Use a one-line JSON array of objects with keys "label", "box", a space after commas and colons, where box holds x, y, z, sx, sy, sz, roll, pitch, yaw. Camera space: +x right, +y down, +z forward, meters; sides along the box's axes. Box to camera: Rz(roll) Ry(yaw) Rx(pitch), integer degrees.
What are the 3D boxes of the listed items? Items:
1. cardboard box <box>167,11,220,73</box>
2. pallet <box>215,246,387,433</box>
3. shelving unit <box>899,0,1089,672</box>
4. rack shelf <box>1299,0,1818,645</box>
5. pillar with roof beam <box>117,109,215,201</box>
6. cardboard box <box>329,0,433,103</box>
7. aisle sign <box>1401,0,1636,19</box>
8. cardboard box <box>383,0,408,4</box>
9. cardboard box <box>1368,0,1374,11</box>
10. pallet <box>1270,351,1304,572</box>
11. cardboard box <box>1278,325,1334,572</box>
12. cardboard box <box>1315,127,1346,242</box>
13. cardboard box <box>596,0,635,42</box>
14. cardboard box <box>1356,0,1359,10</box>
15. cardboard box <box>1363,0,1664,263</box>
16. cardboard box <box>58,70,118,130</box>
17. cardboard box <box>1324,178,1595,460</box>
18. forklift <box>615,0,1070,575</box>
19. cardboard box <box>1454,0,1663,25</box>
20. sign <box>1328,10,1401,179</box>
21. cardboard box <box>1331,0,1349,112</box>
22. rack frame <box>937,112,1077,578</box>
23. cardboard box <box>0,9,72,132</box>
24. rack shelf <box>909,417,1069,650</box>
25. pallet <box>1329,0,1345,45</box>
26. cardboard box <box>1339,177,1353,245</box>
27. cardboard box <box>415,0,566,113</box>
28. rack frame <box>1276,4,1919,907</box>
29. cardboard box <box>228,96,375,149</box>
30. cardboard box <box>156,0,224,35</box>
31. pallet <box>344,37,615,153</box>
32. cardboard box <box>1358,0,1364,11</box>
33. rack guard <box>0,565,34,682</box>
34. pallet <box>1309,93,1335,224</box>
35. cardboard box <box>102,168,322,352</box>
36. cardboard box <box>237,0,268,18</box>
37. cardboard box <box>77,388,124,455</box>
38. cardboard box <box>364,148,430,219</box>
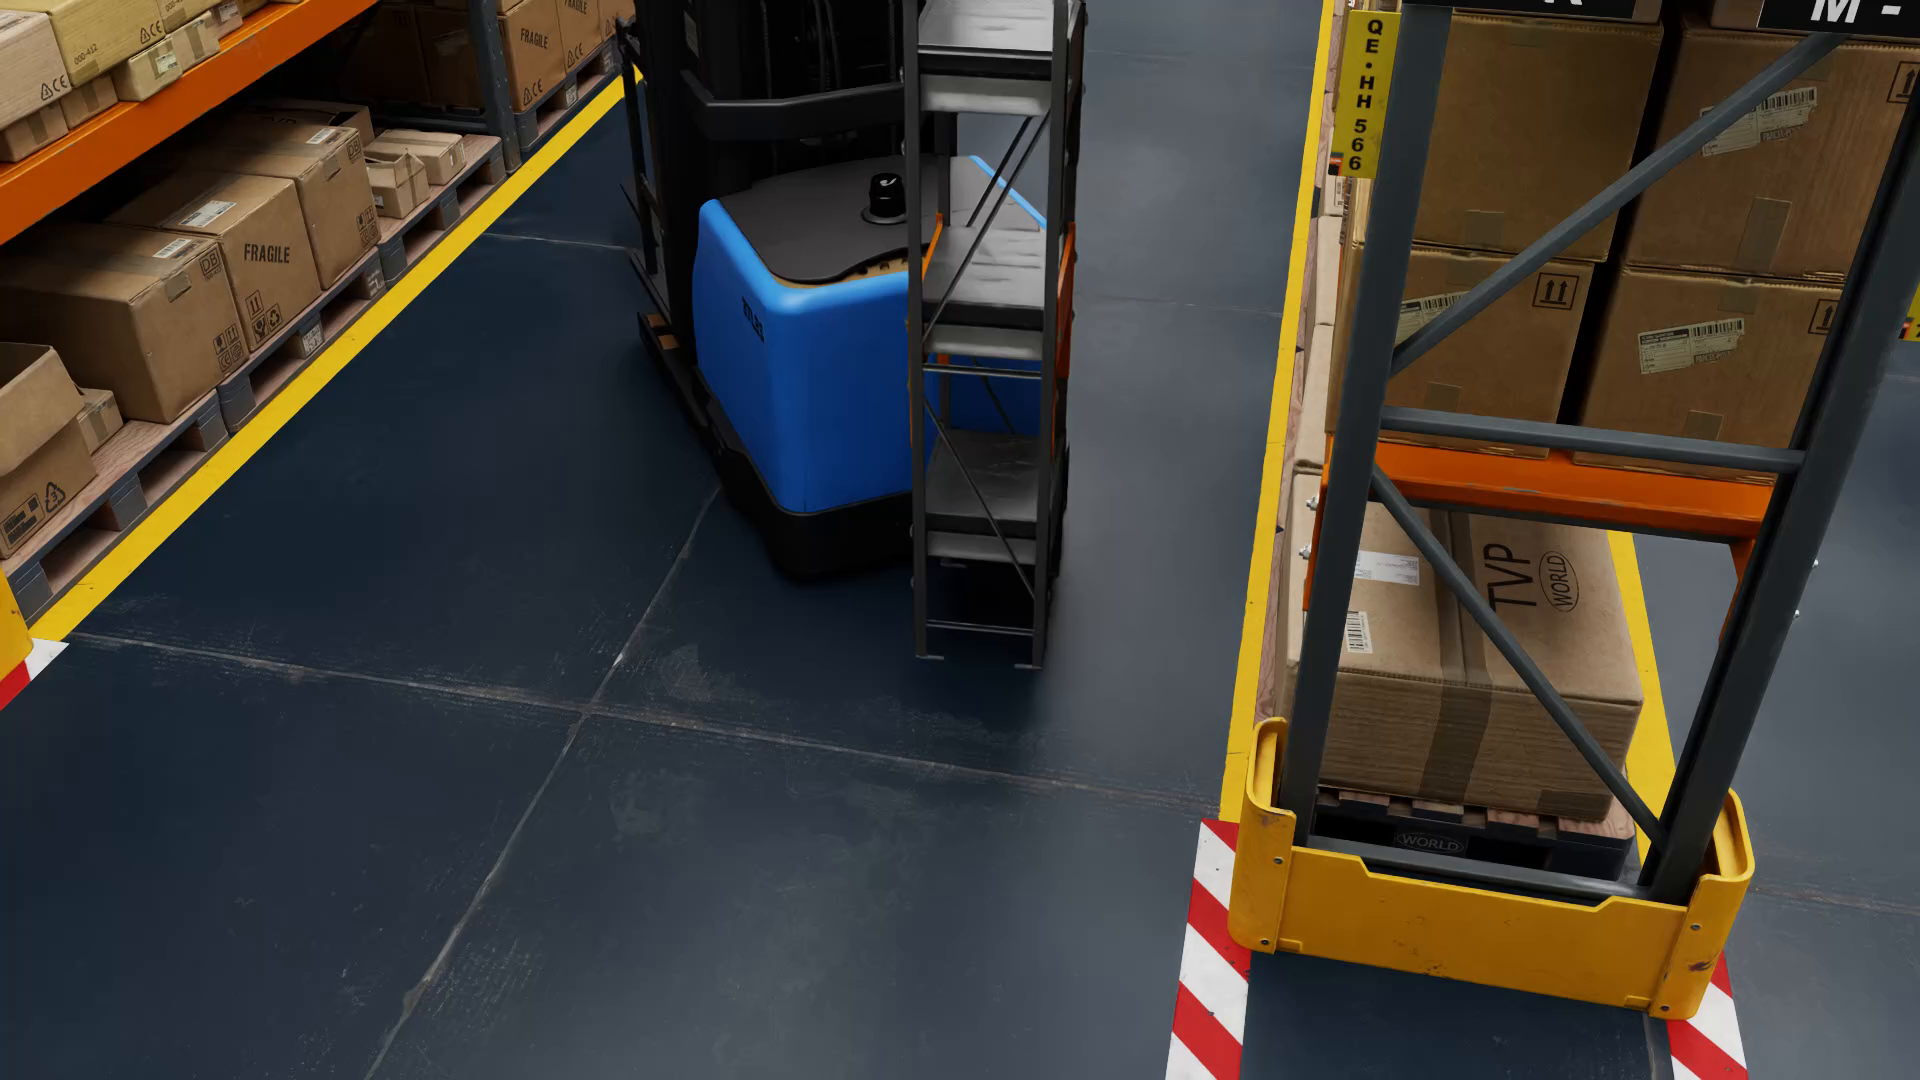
[{"label": "cardboard box", "box": [-2.852, -1.762, 5.840, 0.380, 0.149, 0.250, 8, 37, 11]}, {"label": "pallet", "box": [-3.102, -0.893, 6.803, 1.003, 0.211, 1.213, 7, 37, 10]}, {"label": "shelving unit", "box": [0.097, -0.603, 4.792, 0.431, 2.100, 0.503, 5, 36, 7]}, {"label": "rack shelf", "box": [1.727, -1.059, 5.269, 1.077, 0.370, 4.000, 7, 37, 10]}, {"label": "pillar with roof beam", "box": [0.481, -4.721, 4.595, 9.100, 9.000, 0.400, 7, 37, 10]}, {"label": "cardboard box", "box": [-2.880, -2.594, 8.545, 0.500, 0.500, 0.500, 7, 37, 10]}, {"label": "aisle sign", "box": [0.981, -1.254, 2.709, 0.394, 0.787, 0.004, 7, 37, 10]}, {"label": "cardboard box", "box": [-2.899, -2.785, 8.256, 0.380, 0.149, 0.250, 6, 36, 8]}, {"label": "cardboard box", "box": [1.362, -1.542, 4.385, 0.500, 0.500, 0.500, 7, 37, 10]}, {"label": "pallet", "box": [1.657, -0.241, 5.902, 1.003, 0.211, 1.213, 7, 37, 10]}, {"label": "cardboard box", "box": [1.530, -0.253, 5.369, 0.875, 0.438, 0.875, 8, 37, 11]}, {"label": "cardboard box", "box": [1.915, -1.283, 6.790, 0.875, 0.438, 0.875, 7, 36, 9]}, {"label": "cardboard box", "box": [-2.158, -3.117, 9.266, 0.500, 0.500, 0.500, 6, 36, 9]}, {"label": "cardboard box", "box": [1.798, -2.302, 6.284, 0.500, 0.500, 0.500, 8, 37, 11]}, {"label": "cardboard box", "box": [1.170, -0.956, 3.575, 0.500, 0.500, 0.500, 8, 37, 12]}, {"label": "cardboard box", "box": [-3.016, -1.473, 5.441, 0.380, 0.149, 0.250, 8, 37, 11]}, {"label": "cardboard box", "box": [1.144, -0.554, 3.874, 0.500, 0.500, 0.500, 8, 37, 10]}, {"label": "forklift", "box": [-0.665, -1.932, 5.918, 1.130, 2.935, 3.031, -14, 38, -18]}, {"label": "cardboard box", "box": [1.181, -1.143, 3.281, 0.380, 0.149, 0.250, 8, 37, 11]}, {"label": "sign", "box": [0.773, -0.845, 3.171, 0.100, 0.325, 0.005, 7, 37, 10]}, {"label": "cardboard box", "box": [2.394, -2.691, 8.360, 0.875, 0.875, 0.875, 8, 37, 11]}, {"label": "rack frame", "box": [0.134, -0.744, 4.988, 0.400, 2.100, 0.015, 5, 36, 7]}, {"label": "cardboard box", "box": [-3.083, -1.399, 4.999, 0.500, 0.250, 0.500, 8, 37, 10]}, {"label": "rack shelf", "box": [0.097, -0.025, 5.211, 0.431, 0.518, 0.480, 5, 36, 7]}, {"label": "pallet", "box": [2.766, -3.219, 10.011, 1.003, 0.211, 1.213, 7, 37, 10]}, {"label": "cardboard box", "box": [1.366, -1.136, 4.677, 0.500, 0.500, 0.500, 8, 37, 11]}, {"label": "cardboard box", "box": [-2.373, -2.524, 8.449, 0.500, 0.500, 0.500, 9, 37, 12]}, {"label": "rack frame", "box": [1.300, -0.204, 3.476, 1.000, 3.000, 0.127, 7, 37, 10]}, {"label": "cardboard box", "box": [-3.068, -1.850, 7.679, 0.500, 0.311, 0.500, 9, 37, 12]}, {"label": "cardboard box", "box": [-2.889, -1.986, 5.809, 0.500, 0.250, 0.500, 6, 36, 9]}, {"label": "pallet", "box": [-2.559, -2.459, 8.963, 1.003, 0.211, 1.213, 7, 37, 10]}, {"label": "cardboard box", "box": [1.574, -1.729, 5.495, 0.500, 0.500, 0.500, 8, 37, 10]}, {"label": "rack guard", "box": [-3.534, 0.144, 5.125, 1.175, 0.500, 0.348, 7, 37, 10]}, {"label": "pallet", "box": [2.245, -1.820, 8.081, 1.003, 0.211, 1.213, 7, 37, 10]}, {"label": "cardboard box", "box": [-2.896, -1.097, 6.479, 0.500, 0.500, 0.500, 8, 37, 11]}, {"label": "cardboard box", "box": [-2.858, -2.066, 6.259, 0.380, 0.149, 0.250, 8, 37, 11]}, {"label": "cardboard box", "box": [-3.198, -0.417, 5.841, 0.380, 0.149, 0.250, 6, 36, 8]}, {"label": "cardboard box", "box": [-2.604, -1.620, 7.400, 0.396, 0.266, 0.258, 9, 37, 12]}]
